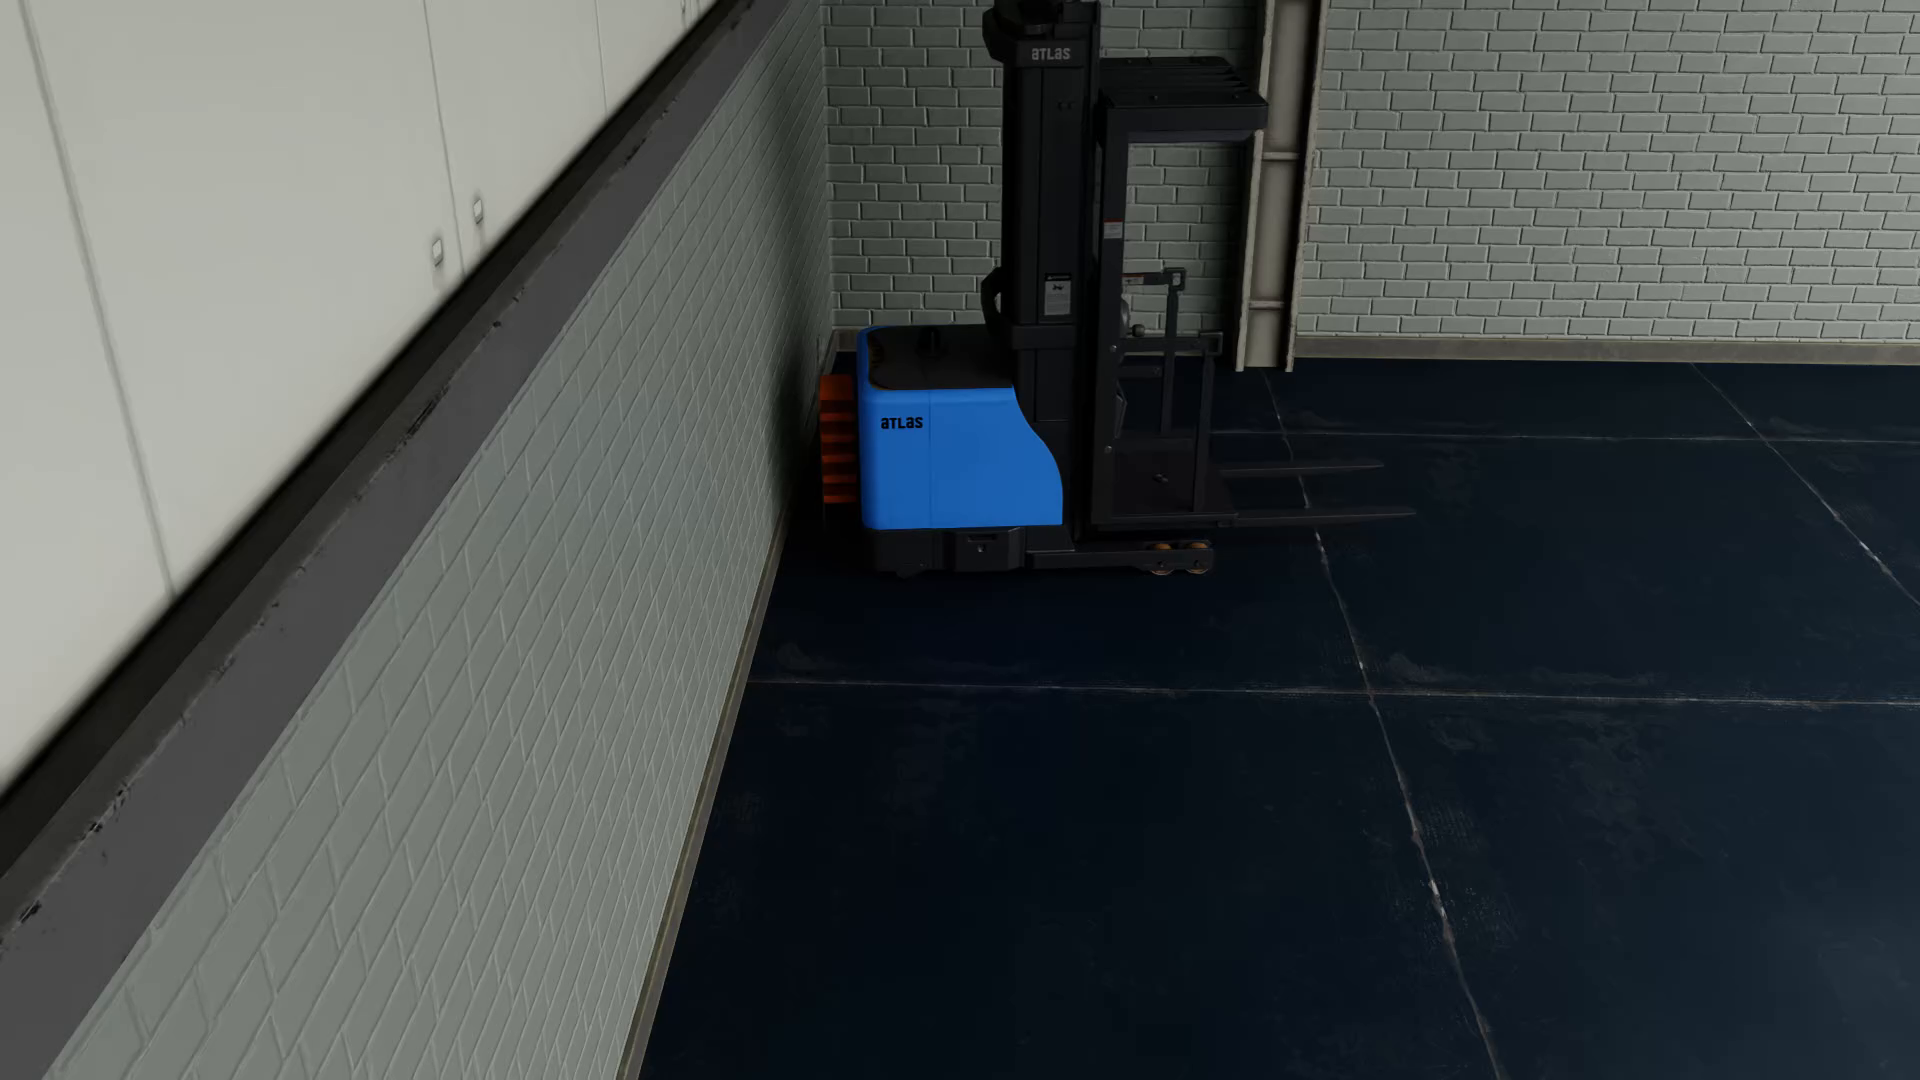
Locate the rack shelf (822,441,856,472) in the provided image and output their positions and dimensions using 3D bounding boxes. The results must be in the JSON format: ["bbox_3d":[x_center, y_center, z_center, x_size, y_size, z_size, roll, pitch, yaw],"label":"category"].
[{"bbox_3d":[-0.652,-0.468,8.947,0.180,0.103,0.258,-2,28,-3],"label":"rack shelf"}]

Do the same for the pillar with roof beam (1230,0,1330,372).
[{"bbox_3d":[1.942,-3.192,5.664,0.400,9.000,9.100,1,28,2],"label":"pillar with roof beam"}]

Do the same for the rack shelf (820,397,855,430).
[{"bbox_3d":[-0.652,-0.680,8.835,0.180,0.103,0.258,-2,28,-3],"label":"rack shelf"}]

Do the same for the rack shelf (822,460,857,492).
[{"bbox_3d":[-0.652,-0.362,9.003,0.180,0.103,0.258,-2,28,-3],"label":"rack shelf"}]

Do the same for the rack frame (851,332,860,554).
[{"bbox_3d":[-0.561,-0.510,8.932,0.006,1.200,0.240,-2,28,-3],"label":"rack frame"}]

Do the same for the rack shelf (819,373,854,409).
[{"bbox_3d":[-0.652,-0.786,8.779,0.180,0.103,0.258,-2,28,-3],"label":"rack shelf"}]

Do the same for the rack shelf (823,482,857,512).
[{"bbox_3d":[-0.652,-0.256,9.060,0.180,0.103,0.258,-2,28,-3],"label":"rack shelf"}]

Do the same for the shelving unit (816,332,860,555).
[{"bbox_3d":[-0.652,-0.508,8.926,0.189,1.200,0.258,-2,28,-3],"label":"shelving unit"}]

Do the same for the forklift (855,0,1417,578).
[{"bbox_3d":[0.955,-1.353,8.674,3.031,2.935,1.130,-2,28,-3],"label":"forklift"}]

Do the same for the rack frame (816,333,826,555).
[{"bbox_3d":[-0.743,-0.505,8.921,0.006,1.200,0.240,-2,28,-3],"label":"rack frame"}]

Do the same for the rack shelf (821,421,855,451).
[{"bbox_3d":[-0.652,-0.574,8.891,0.180,0.103,0.258,-2,28,-3],"label":"rack shelf"}]
